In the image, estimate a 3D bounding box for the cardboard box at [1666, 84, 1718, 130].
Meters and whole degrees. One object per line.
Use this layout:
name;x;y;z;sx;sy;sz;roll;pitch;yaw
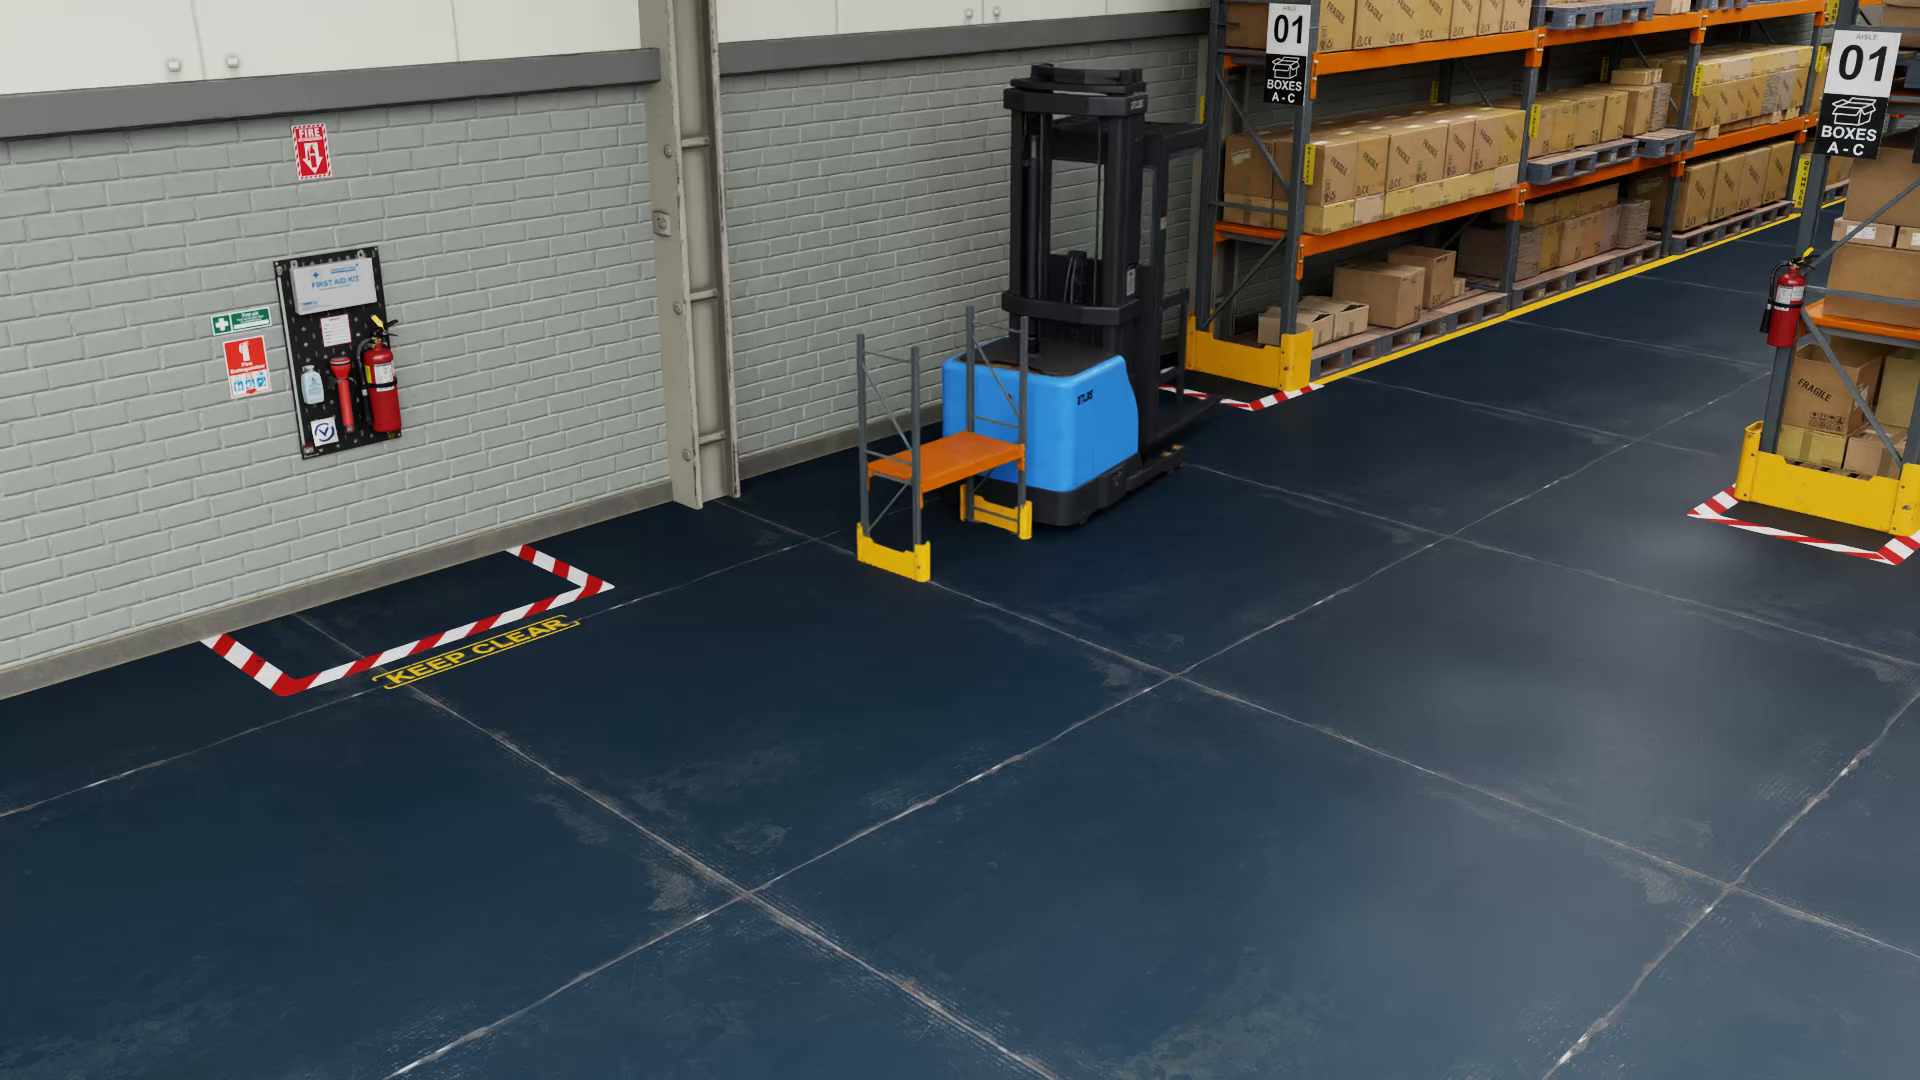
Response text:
cardboard box;8.608;-5.161;19.739;0.500;0.500;0.500;-19;28;-40

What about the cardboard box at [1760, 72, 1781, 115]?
cardboard box;10.029;-5.686;21.105;0.500;0.500;0.500;19;28;41

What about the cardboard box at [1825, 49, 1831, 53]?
cardboard box;12.280;-6.585;23.607;0.980;0.700;0.700;18;27;38

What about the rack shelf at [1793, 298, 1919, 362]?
rack shelf;7.452;-1.788;12.549;1.077;0.370;4.000;19;28;41

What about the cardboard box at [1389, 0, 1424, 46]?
cardboard box;3.677;-4.592;14.493;0.500;0.500;0.500;-19;28;-40

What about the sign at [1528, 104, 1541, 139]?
sign;5.689;-4.147;16.477;0.100;0.325;0.005;19;28;41

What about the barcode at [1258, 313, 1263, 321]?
barcode;2.778;-2.064;15.384;0.001;0.075;0.075;19;28;41

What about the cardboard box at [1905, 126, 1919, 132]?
cardboard box;7.143;-2.659;11.864;0.700;0.500;0.500;19;28;41

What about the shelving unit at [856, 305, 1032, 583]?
shelving unit;-0.093;-0.643;10.658;0.587;1.500;1.083;18;27;38

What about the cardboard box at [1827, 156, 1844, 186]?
cardboard box;12.184;-5.389;23.813;0.500;0.500;0.700;-19;28;-41

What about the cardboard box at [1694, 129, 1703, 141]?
cardboard box;8.663;-4.887;19.930;0.250;0.149;0.380;-20;29;-41

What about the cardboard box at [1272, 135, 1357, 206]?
cardboard box;3.053;-3.186;14.318;0.500;0.500;0.500;19;28;41

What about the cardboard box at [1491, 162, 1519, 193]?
cardboard box;5.182;-3.619;16.490;0.500;0.250;0.500;19;28;41

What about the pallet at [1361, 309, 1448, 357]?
pallet;4.001;-2.079;16.189;1.003;0.211;1.213;19;28;41

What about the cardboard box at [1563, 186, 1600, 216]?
cardboard box;6.823;-3.832;18.688;0.500;0.250;0.500;19;28;40

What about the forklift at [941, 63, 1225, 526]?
forklift;1.069;-1.938;12.031;1.130;2.935;3.031;13;24;30

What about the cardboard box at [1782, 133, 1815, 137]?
cardboard box;11.954;-5.713;23.752;0.380;0.149;0.250;20;28;41

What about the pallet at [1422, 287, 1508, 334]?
pallet;4.852;-2.394;17.009;1.003;0.211;1.213;19;28;41

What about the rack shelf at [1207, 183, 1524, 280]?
rack shelf;3.900;-3.027;15.772;1.077;0.370;4.000;19;28;41

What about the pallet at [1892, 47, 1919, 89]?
pallet;6.569;-3.144;11.016;1.003;0.211;1.213;19;28;41

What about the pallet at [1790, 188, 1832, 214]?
pallet;11.463;-4.808;23.289;1.003;0.211;1.213;19;28;41

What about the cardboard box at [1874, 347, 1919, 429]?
cardboard box;6.938;-1.084;11.916;0.500;0.500;0.500;19;28;41

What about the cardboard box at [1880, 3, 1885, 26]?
cardboard box;6.671;-3.564;11.413;0.500;0.250;0.500;19;28;41

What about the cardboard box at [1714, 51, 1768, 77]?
cardboard box;9.659;-5.903;20.625;0.500;0.250;0.500;19;28;40

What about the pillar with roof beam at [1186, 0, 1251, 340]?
pillar with roof beam;5.458;-4.968;11.458;9.100;9.000;0.400;19;28;41

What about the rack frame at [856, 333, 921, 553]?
rack frame;-0.438;-0.505;10.298;0.500;1.500;0.032;18;27;38

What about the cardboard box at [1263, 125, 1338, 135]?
cardboard box;3.040;-3.440;14.978;0.500;0.500;0.500;-20;29;-41

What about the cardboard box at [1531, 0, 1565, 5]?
cardboard box;5.734;-5.641;16.663;0.500;0.500;0.500;-15;26;-35

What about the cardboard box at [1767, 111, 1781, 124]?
cardboard box;10.329;-5.459;21.419;0.380;0.149;0.250;19;28;41

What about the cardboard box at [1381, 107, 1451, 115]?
cardboard box;4.454;-3.966;16.348;0.500;0.500;0.500;19;28;40

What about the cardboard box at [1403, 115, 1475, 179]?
cardboard box;4.484;-3.711;15.685;0.500;0.500;0.500;18;28;39

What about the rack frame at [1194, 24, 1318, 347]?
rack frame;2.505;-2.849;14.306;1.000;3.000;0.127;19;28;41

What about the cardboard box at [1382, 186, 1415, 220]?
cardboard box;3.784;-3.101;15.142;0.500;0.250;0.500;19;28;40

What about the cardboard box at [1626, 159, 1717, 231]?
cardboard box;8.693;-4.254;20.373;0.750;0.750;0.750;19;28;40

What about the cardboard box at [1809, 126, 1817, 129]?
cardboard box;12.666;-5.976;24.437;0.380;0.149;0.250;20;28;41

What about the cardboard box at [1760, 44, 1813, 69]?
cardboard box;10.734;-6.294;21.643;0.500;0.250;0.500;-19;28;-41

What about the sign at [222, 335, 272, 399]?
sign;-4.023;-0.978;9.388;0.001;0.329;0.234;19;28;41

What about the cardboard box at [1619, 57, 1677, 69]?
cardboard box;8.216;-5.632;19.919;0.500;0.250;0.500;-19;28;-41

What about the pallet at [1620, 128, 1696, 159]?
pallet;7.665;-4.606;19.145;1.213;0.211;1.003;19;28;41

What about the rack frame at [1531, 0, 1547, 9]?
rack frame;5.295;-6.677;15.905;1.000;3.000;0.127;19;28;41

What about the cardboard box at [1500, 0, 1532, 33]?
cardboard box;5.118;-5.141;15.921;0.500;0.500;0.500;-19;28;-41

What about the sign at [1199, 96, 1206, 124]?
sign;2.121;-3.681;14.416;0.100;0.325;0.005;19;28;41

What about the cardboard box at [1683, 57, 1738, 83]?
cardboard box;8.962;-5.641;19.942;0.500;0.250;0.500;19;28;40

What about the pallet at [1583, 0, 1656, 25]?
pallet;6.524;-5.589;17.516;1.213;0.211;1.003;19;28;41

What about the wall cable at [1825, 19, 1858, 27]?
wall cable;13.882;-8.002;26.296;0.084;1.984;1.851;19;28;41

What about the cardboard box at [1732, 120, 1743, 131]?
cardboard box;9.544;-5.221;20.800;0.380;0.149;0.250;19;28;41

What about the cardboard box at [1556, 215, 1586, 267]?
cardboard box;6.506;-3.376;18.547;0.700;0.500;0.500;20;28;41

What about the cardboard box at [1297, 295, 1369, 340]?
cardboard box;3.450;-2.101;15.495;0.500;0.311;0.500;-17;27;-38

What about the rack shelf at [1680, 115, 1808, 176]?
rack shelf;9.481;-5.084;21.123;1.077;0.370;4.000;19;28;41

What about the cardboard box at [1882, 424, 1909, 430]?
cardboard box;6.936;-0.734;12.051;0.500;0.250;0.500;19;28;41

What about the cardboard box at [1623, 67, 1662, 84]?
cardboard box;7.867;-5.364;19.193;0.380;0.149;0.250;15;26;34

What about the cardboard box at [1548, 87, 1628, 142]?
cardboard box;6.912;-4.708;18.391;0.700;0.500;0.500;19;28;41
